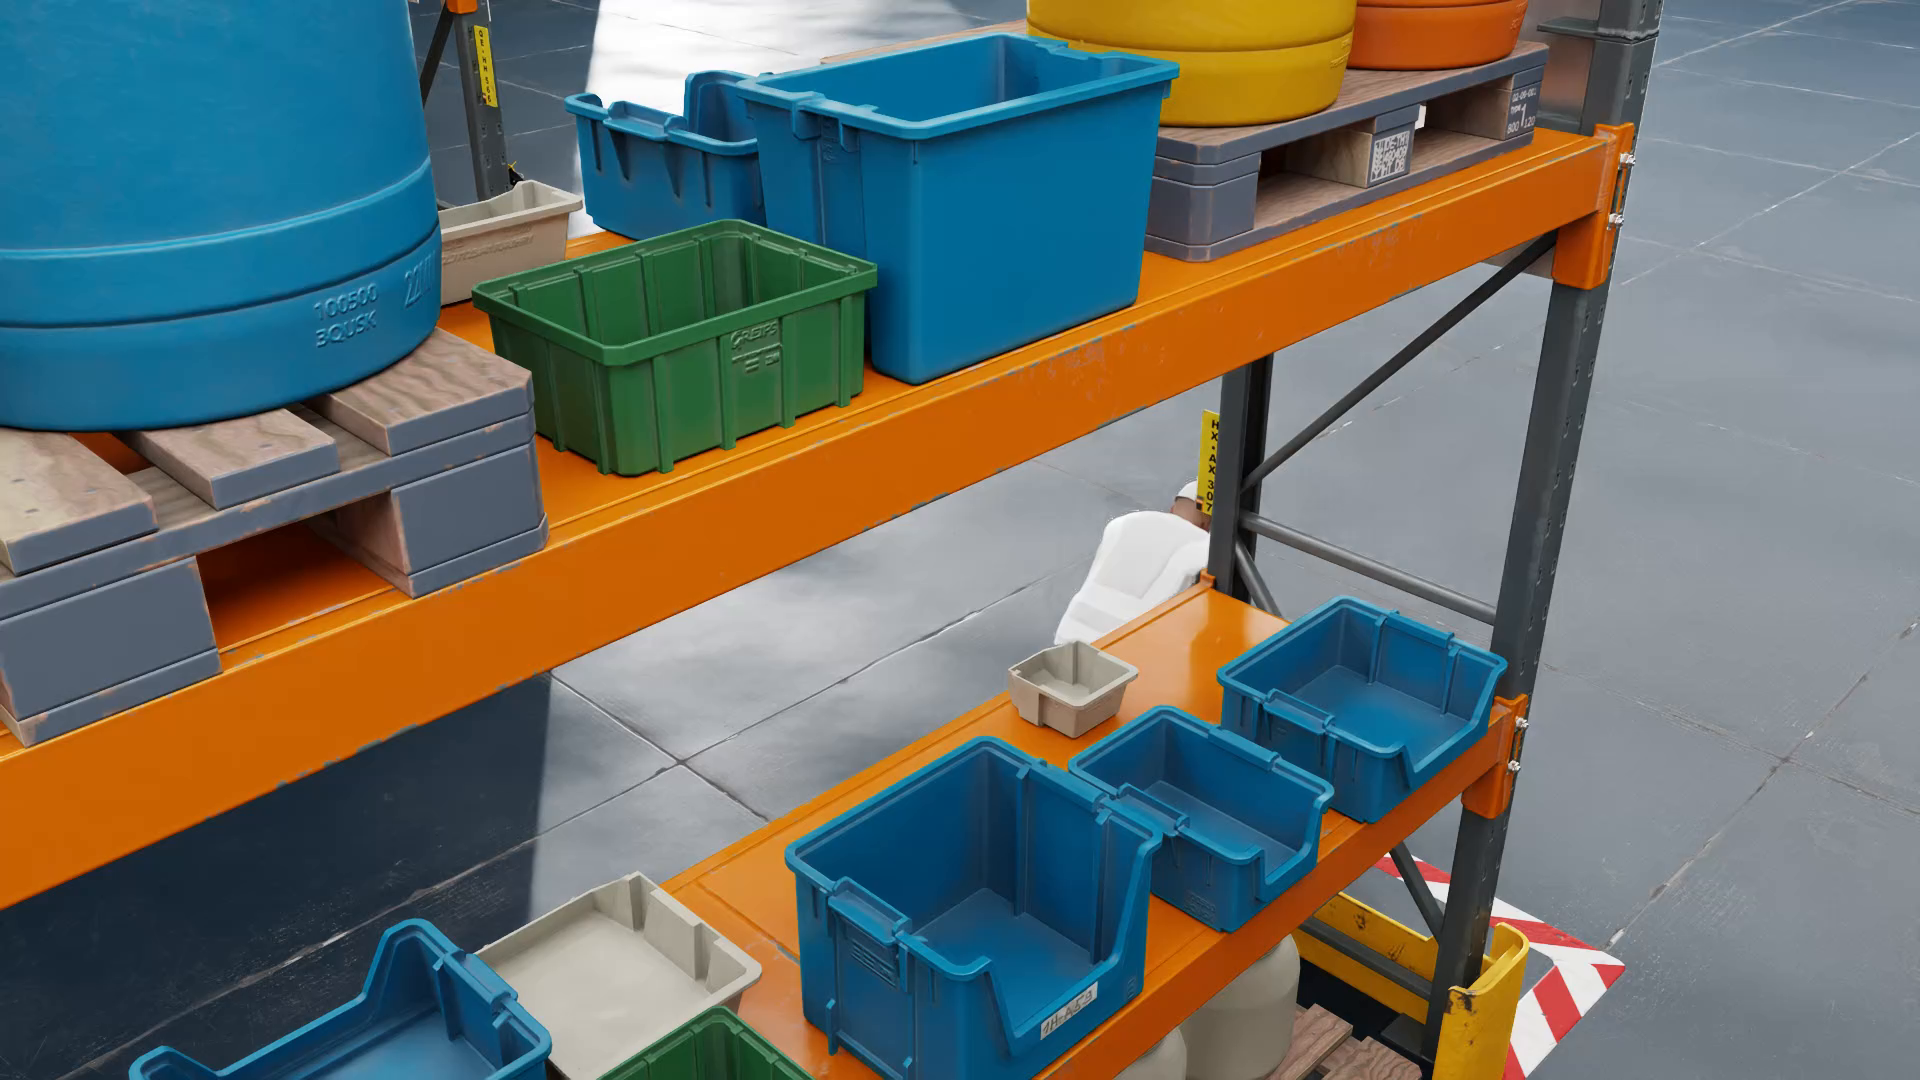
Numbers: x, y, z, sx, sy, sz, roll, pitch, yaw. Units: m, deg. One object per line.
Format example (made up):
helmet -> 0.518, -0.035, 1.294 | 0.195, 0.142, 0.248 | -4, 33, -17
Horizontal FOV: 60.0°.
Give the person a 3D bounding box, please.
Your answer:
person -> 0.749, 0.286, 6.544 | 0.580, 0.880, 0.907 | 25, 36, 39
